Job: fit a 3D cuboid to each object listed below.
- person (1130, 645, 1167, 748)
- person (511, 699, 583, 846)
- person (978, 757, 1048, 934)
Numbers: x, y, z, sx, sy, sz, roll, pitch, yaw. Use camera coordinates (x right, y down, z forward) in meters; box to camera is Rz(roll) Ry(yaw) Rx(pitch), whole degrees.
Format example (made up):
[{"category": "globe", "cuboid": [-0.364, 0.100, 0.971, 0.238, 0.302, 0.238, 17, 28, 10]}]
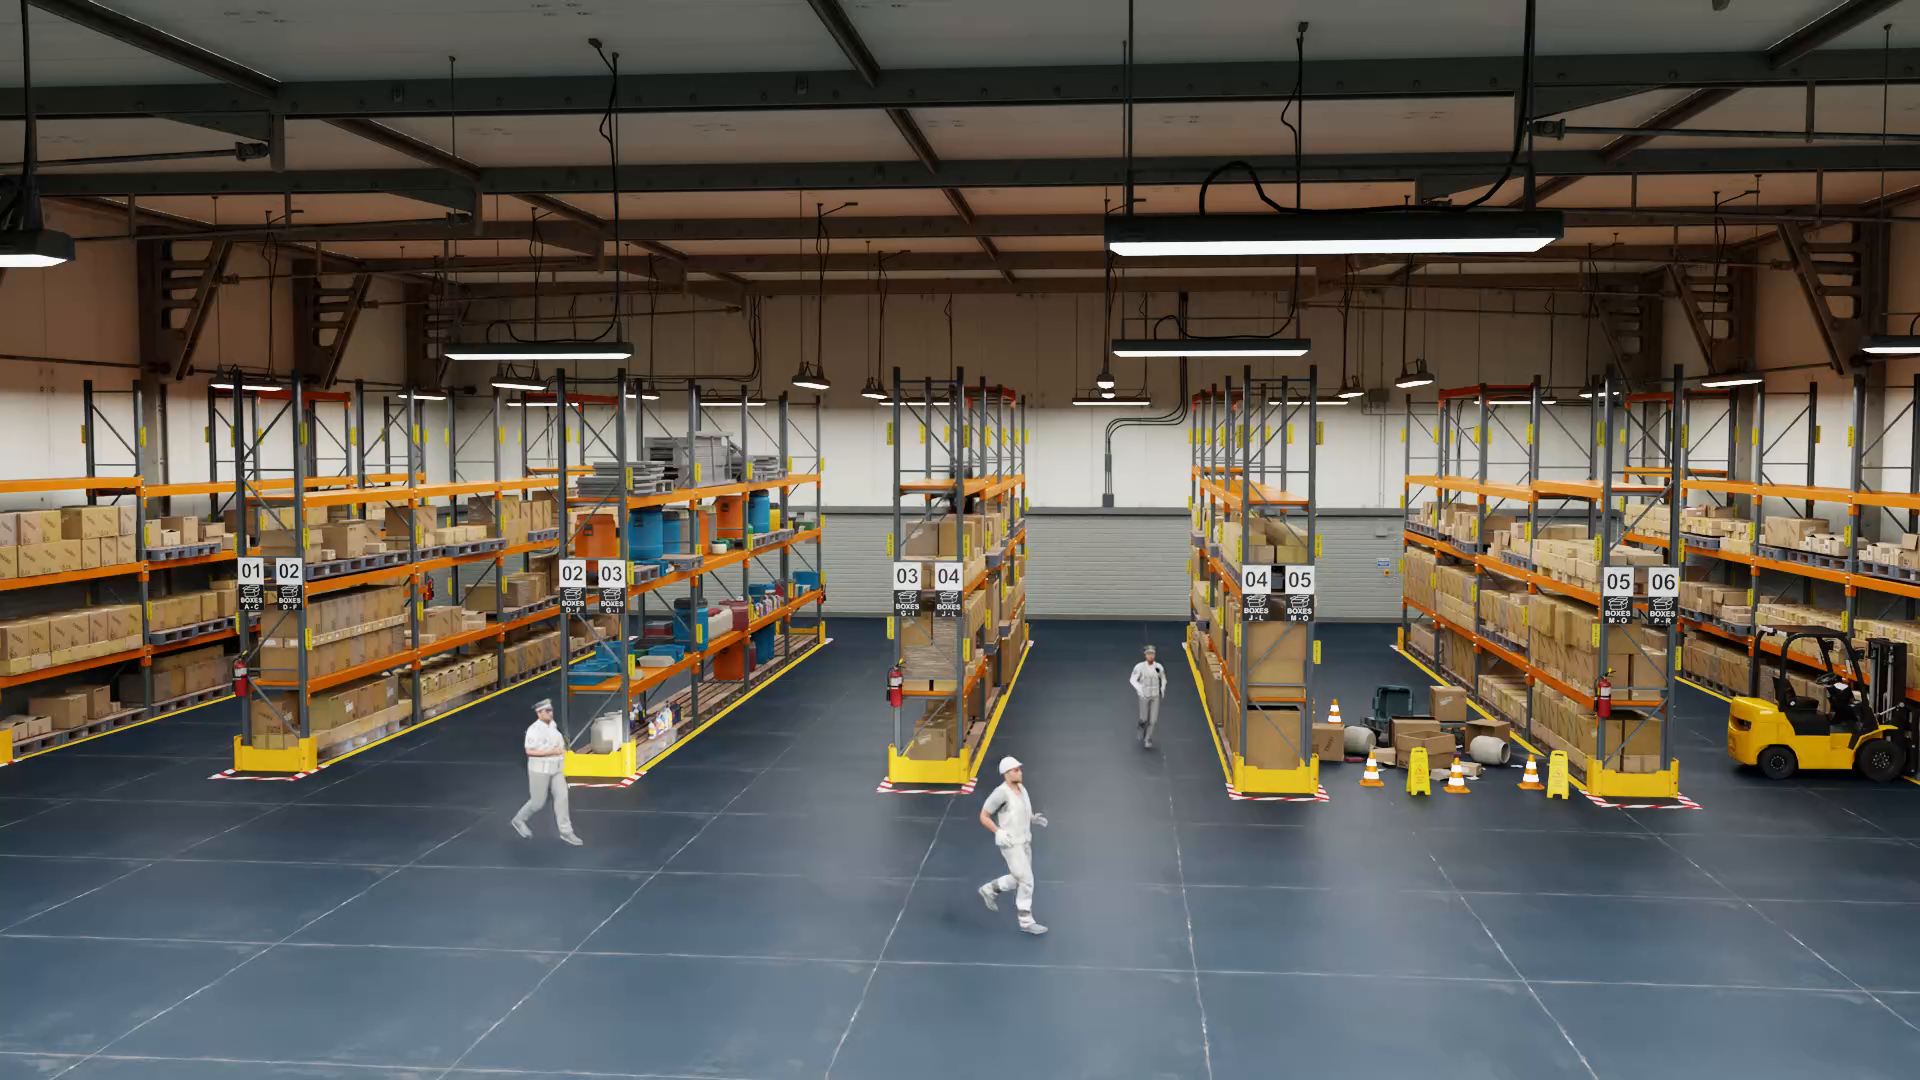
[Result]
[{"category": "person", "cuboid": [3.048, 2.509, 26.807, 0.602, 1.652, 0.544, 0, 4, -5]}, {"category": "person", "cuboid": [-5.074, 2.828, 20.363, 0.967, 1.791, 0.659, 2, 4, 26]}, {"category": "person", "cuboid": [0.519, 3.075, 16.861, 0.867, 1.760, 0.669, 2, 4, 33]}]
